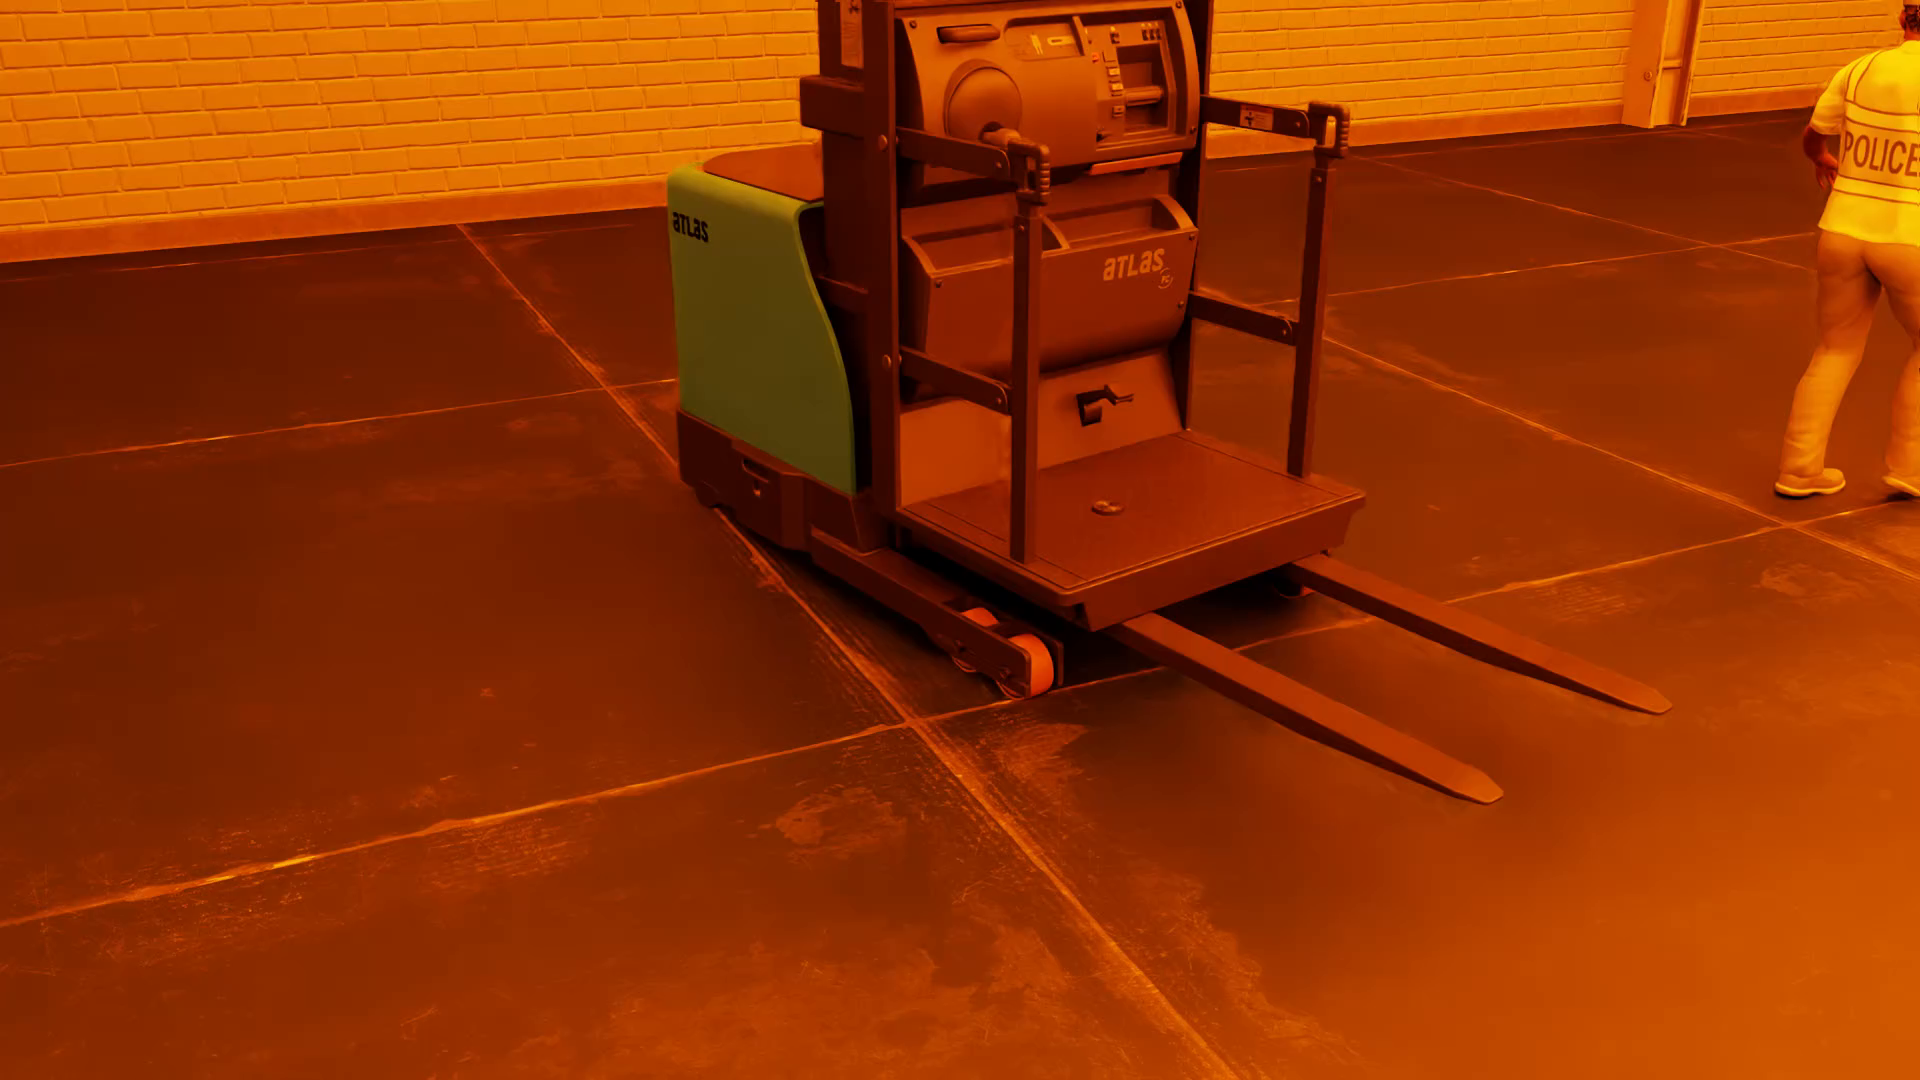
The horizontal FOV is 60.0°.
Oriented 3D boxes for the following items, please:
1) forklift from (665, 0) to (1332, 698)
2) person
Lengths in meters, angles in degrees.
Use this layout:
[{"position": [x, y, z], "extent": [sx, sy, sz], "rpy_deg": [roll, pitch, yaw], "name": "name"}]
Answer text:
[{"position": [0.382, -1.167, 4.095], "extent": [1.130, 2.935, 3.031], "rpy_deg": [-16, 28, -34], "name": "forklift"}, {"position": [2.908, -0.946, 5.164], "extent": [0.442, 1.565, 0.617], "rpy_deg": [-13, 26, -28], "name": "person"}]
